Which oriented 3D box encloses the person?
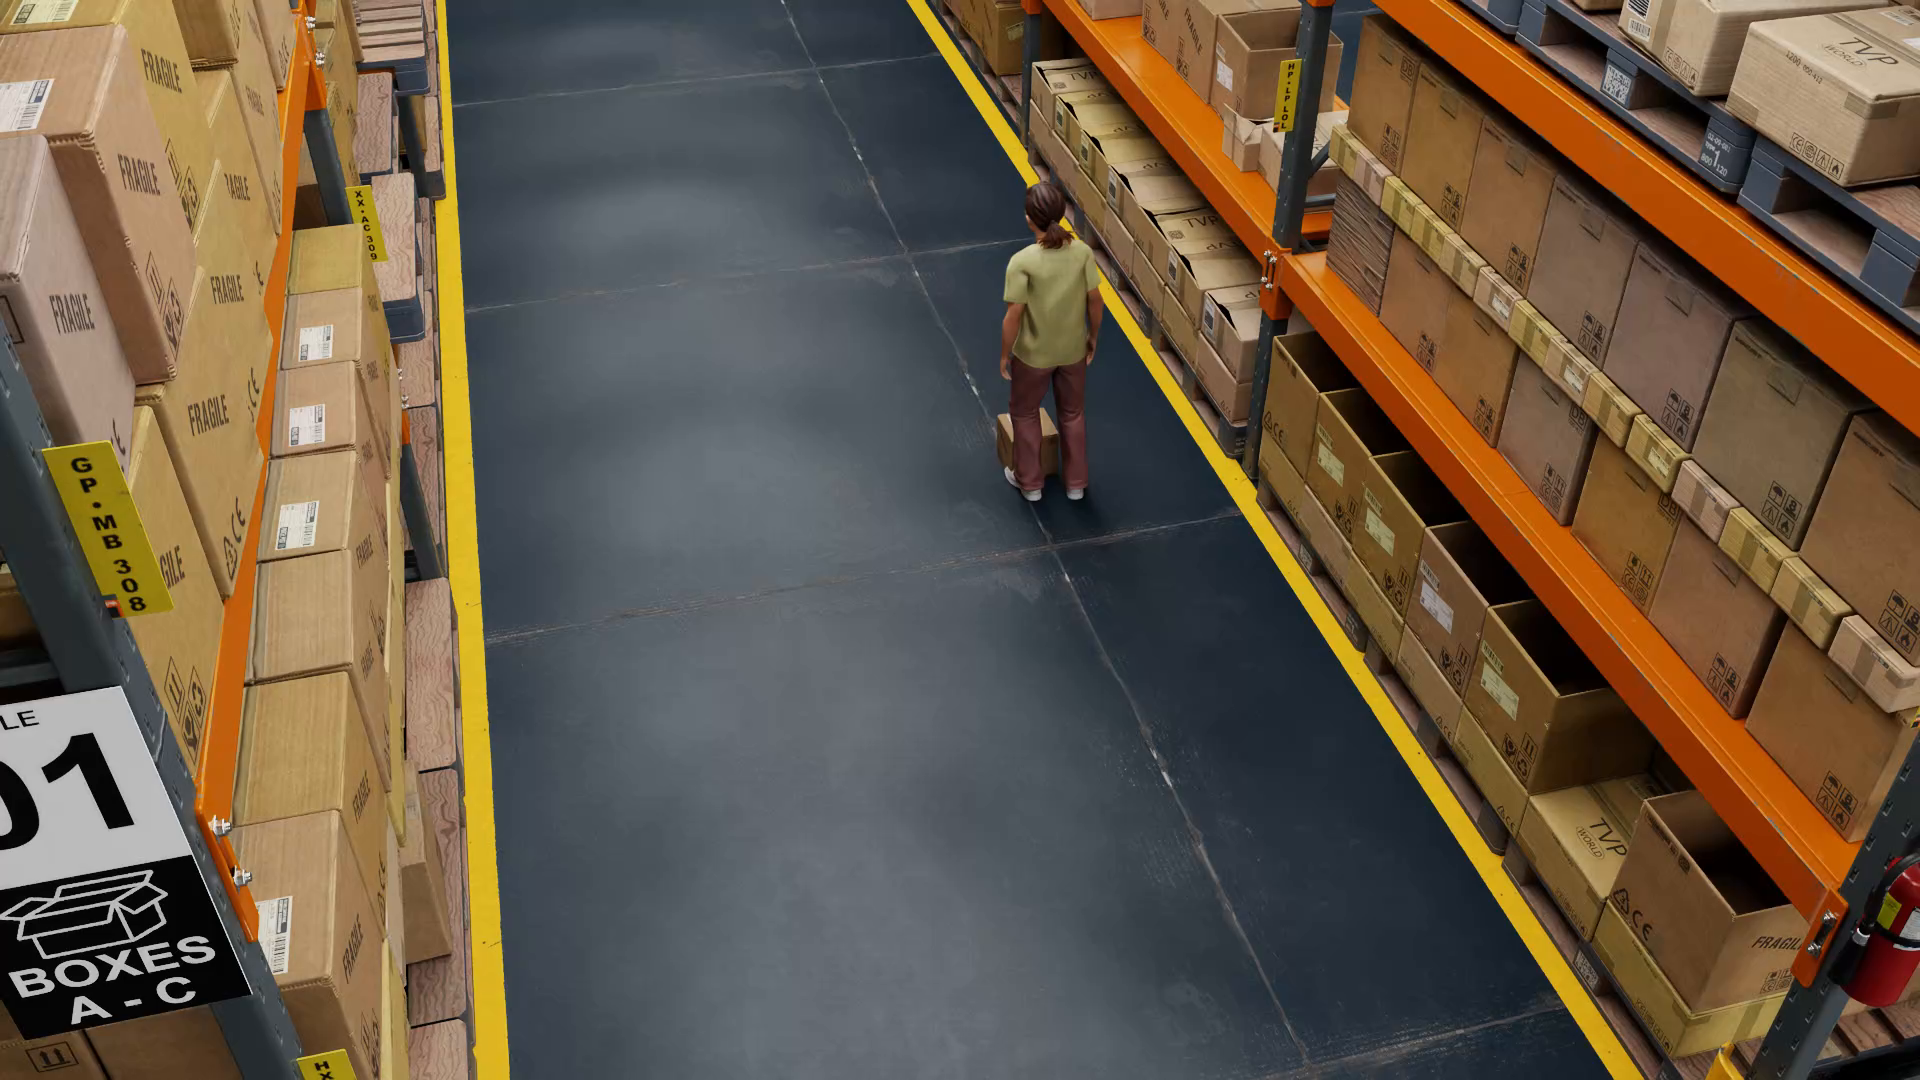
[{"bbox_3d":[0.407,-0.912,7.870,0.510,1.671,0.416,-11,40,-14],"label":"person"}]
